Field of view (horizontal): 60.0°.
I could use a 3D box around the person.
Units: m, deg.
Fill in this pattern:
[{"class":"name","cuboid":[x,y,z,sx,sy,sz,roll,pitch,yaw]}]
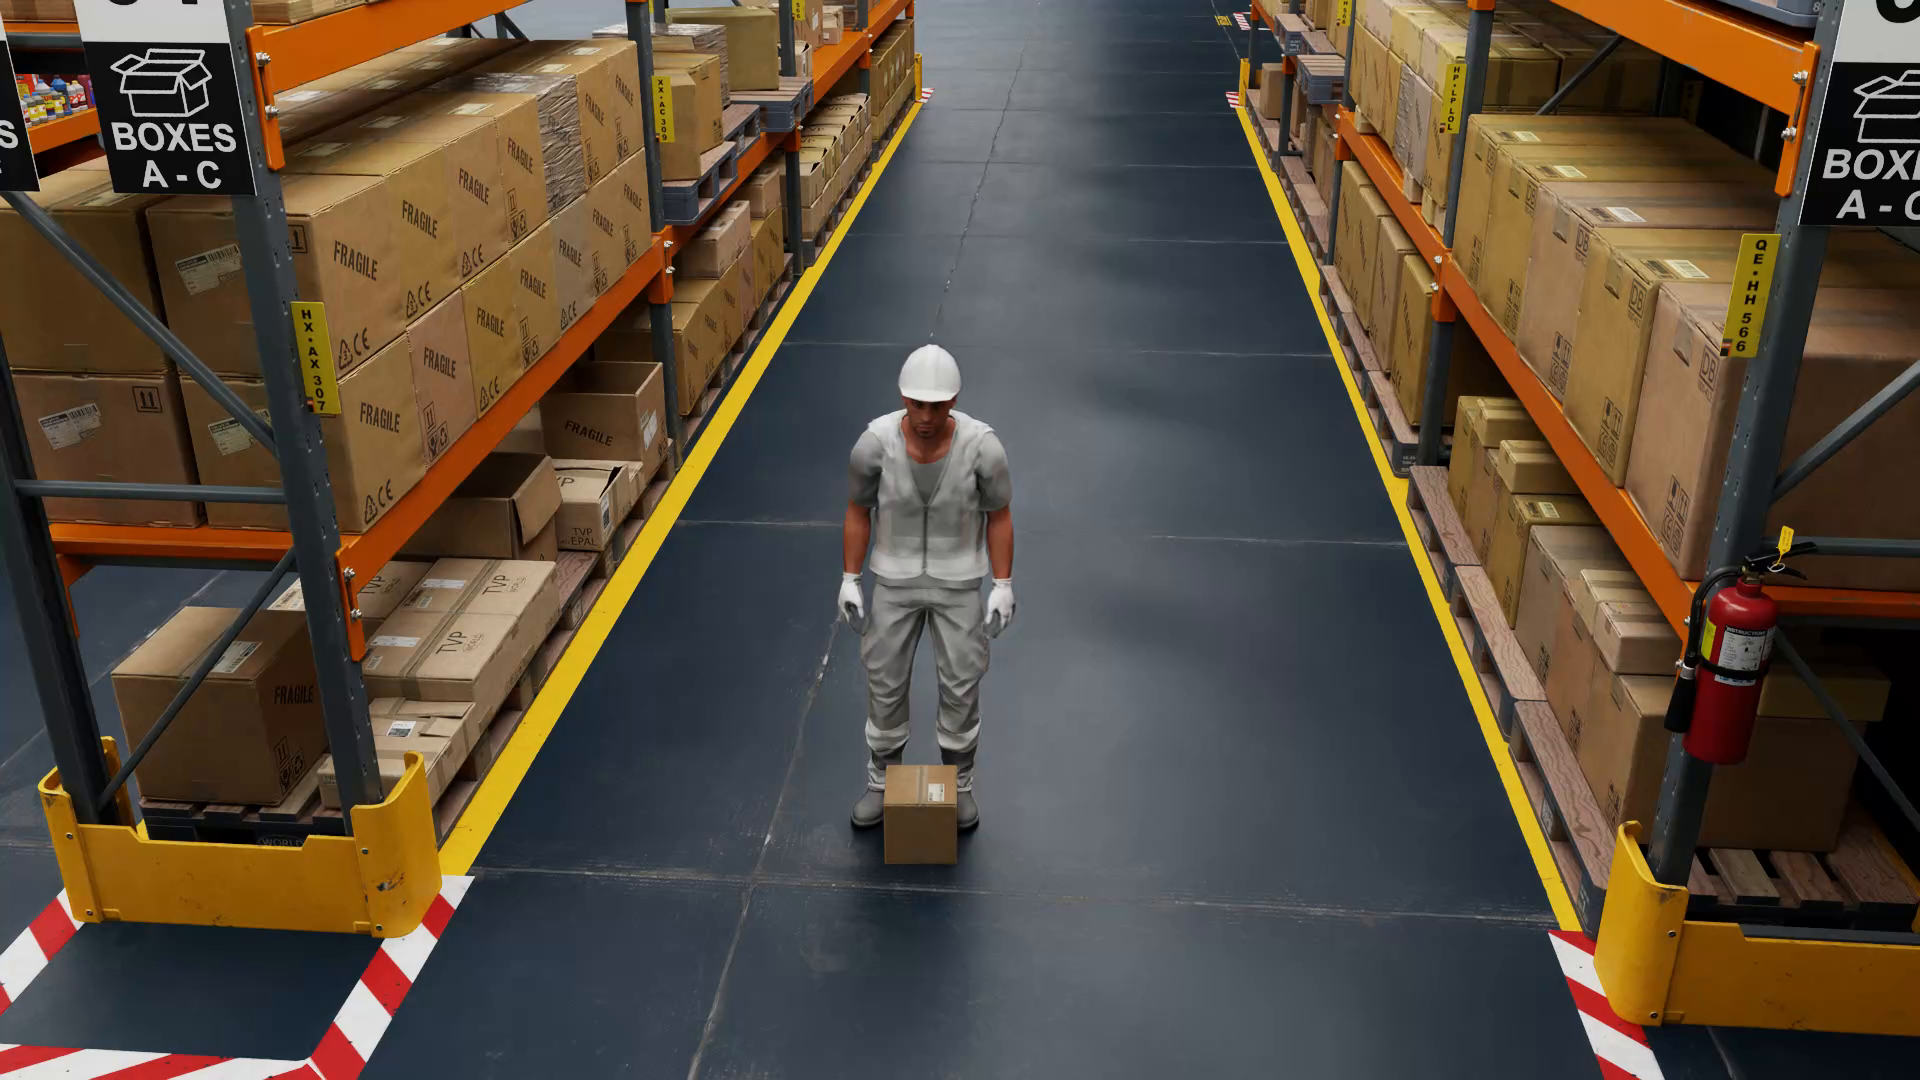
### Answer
[{"class":"person","cuboid":[-0.114,0.172,5.704,0.613,1.779,0.455,2,24,3]}]
